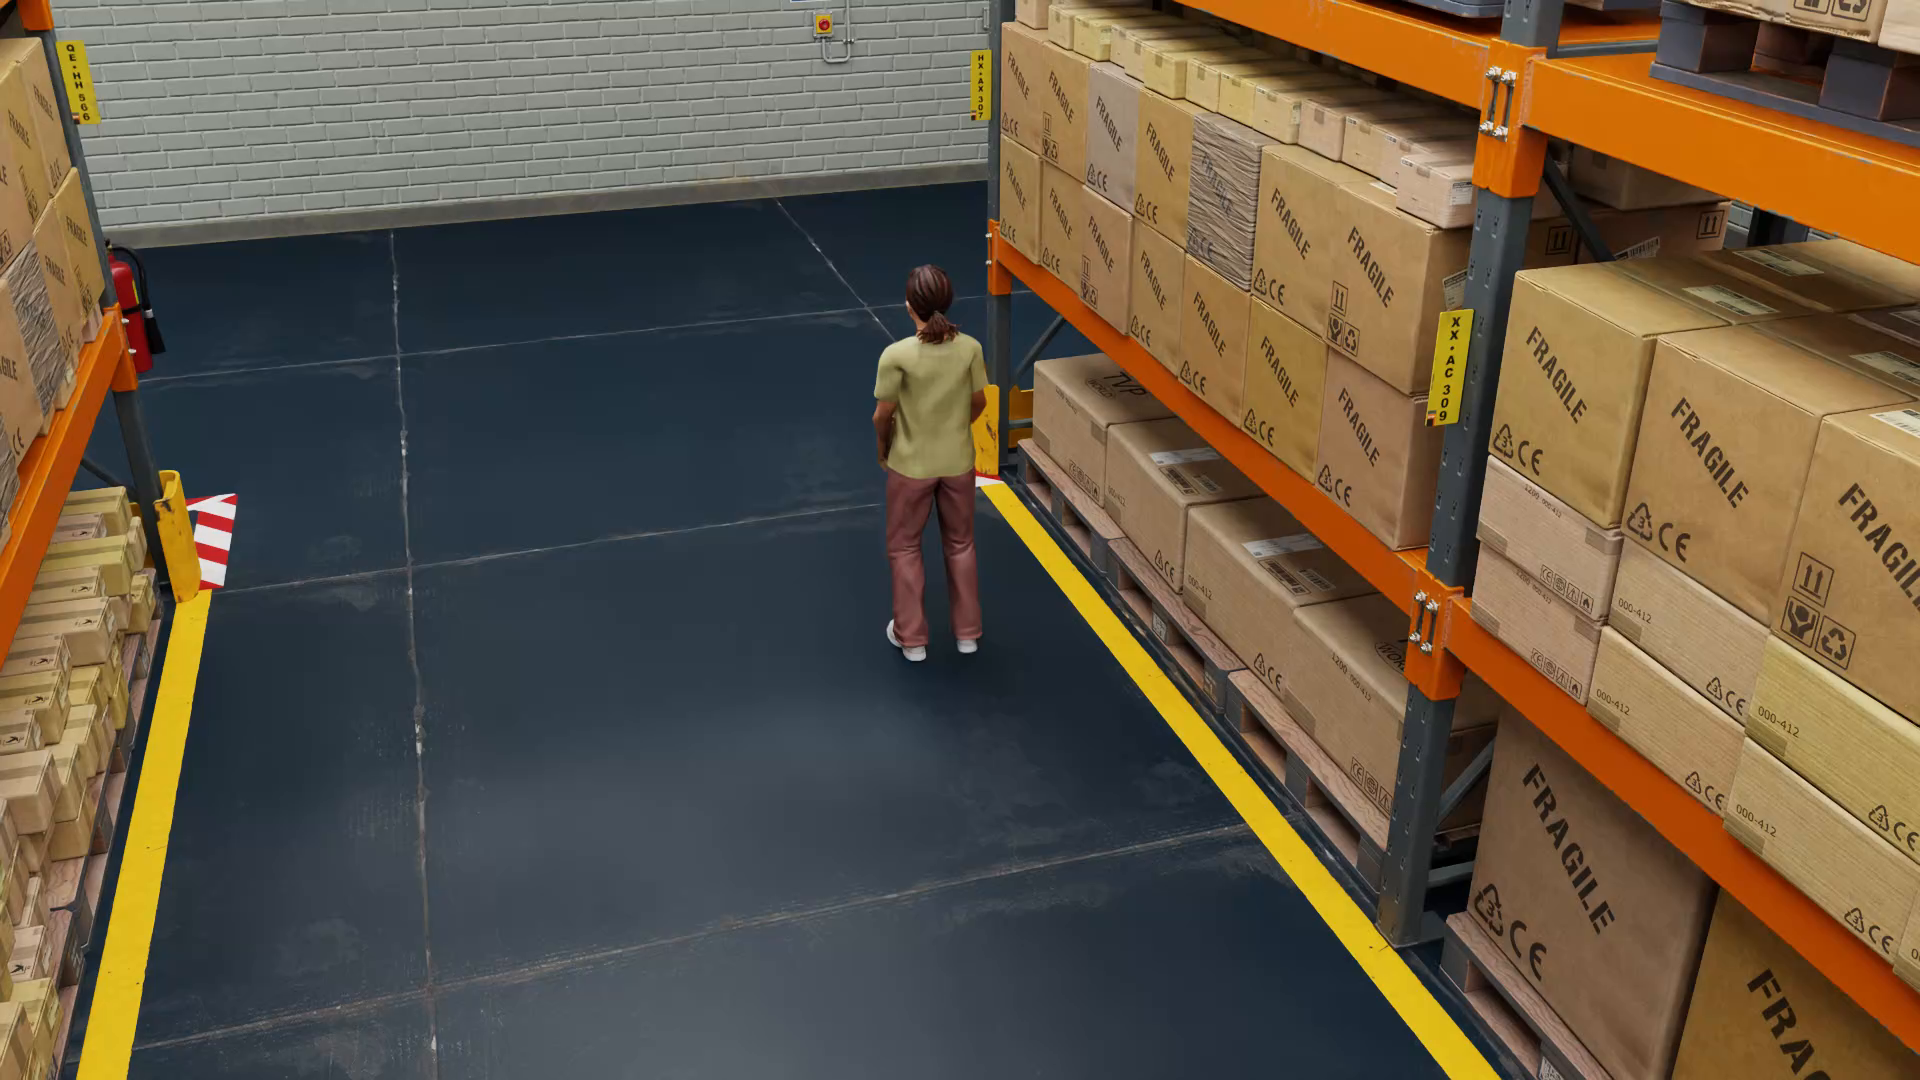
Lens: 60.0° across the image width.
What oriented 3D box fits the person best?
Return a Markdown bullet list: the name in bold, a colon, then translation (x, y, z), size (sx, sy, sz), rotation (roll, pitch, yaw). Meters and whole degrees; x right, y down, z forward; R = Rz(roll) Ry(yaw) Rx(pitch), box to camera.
- **person**: translation (-0.128, -0.306, 6.729), size (0.468, 1.675, 0.435), rotation (-8, 28, -15)
